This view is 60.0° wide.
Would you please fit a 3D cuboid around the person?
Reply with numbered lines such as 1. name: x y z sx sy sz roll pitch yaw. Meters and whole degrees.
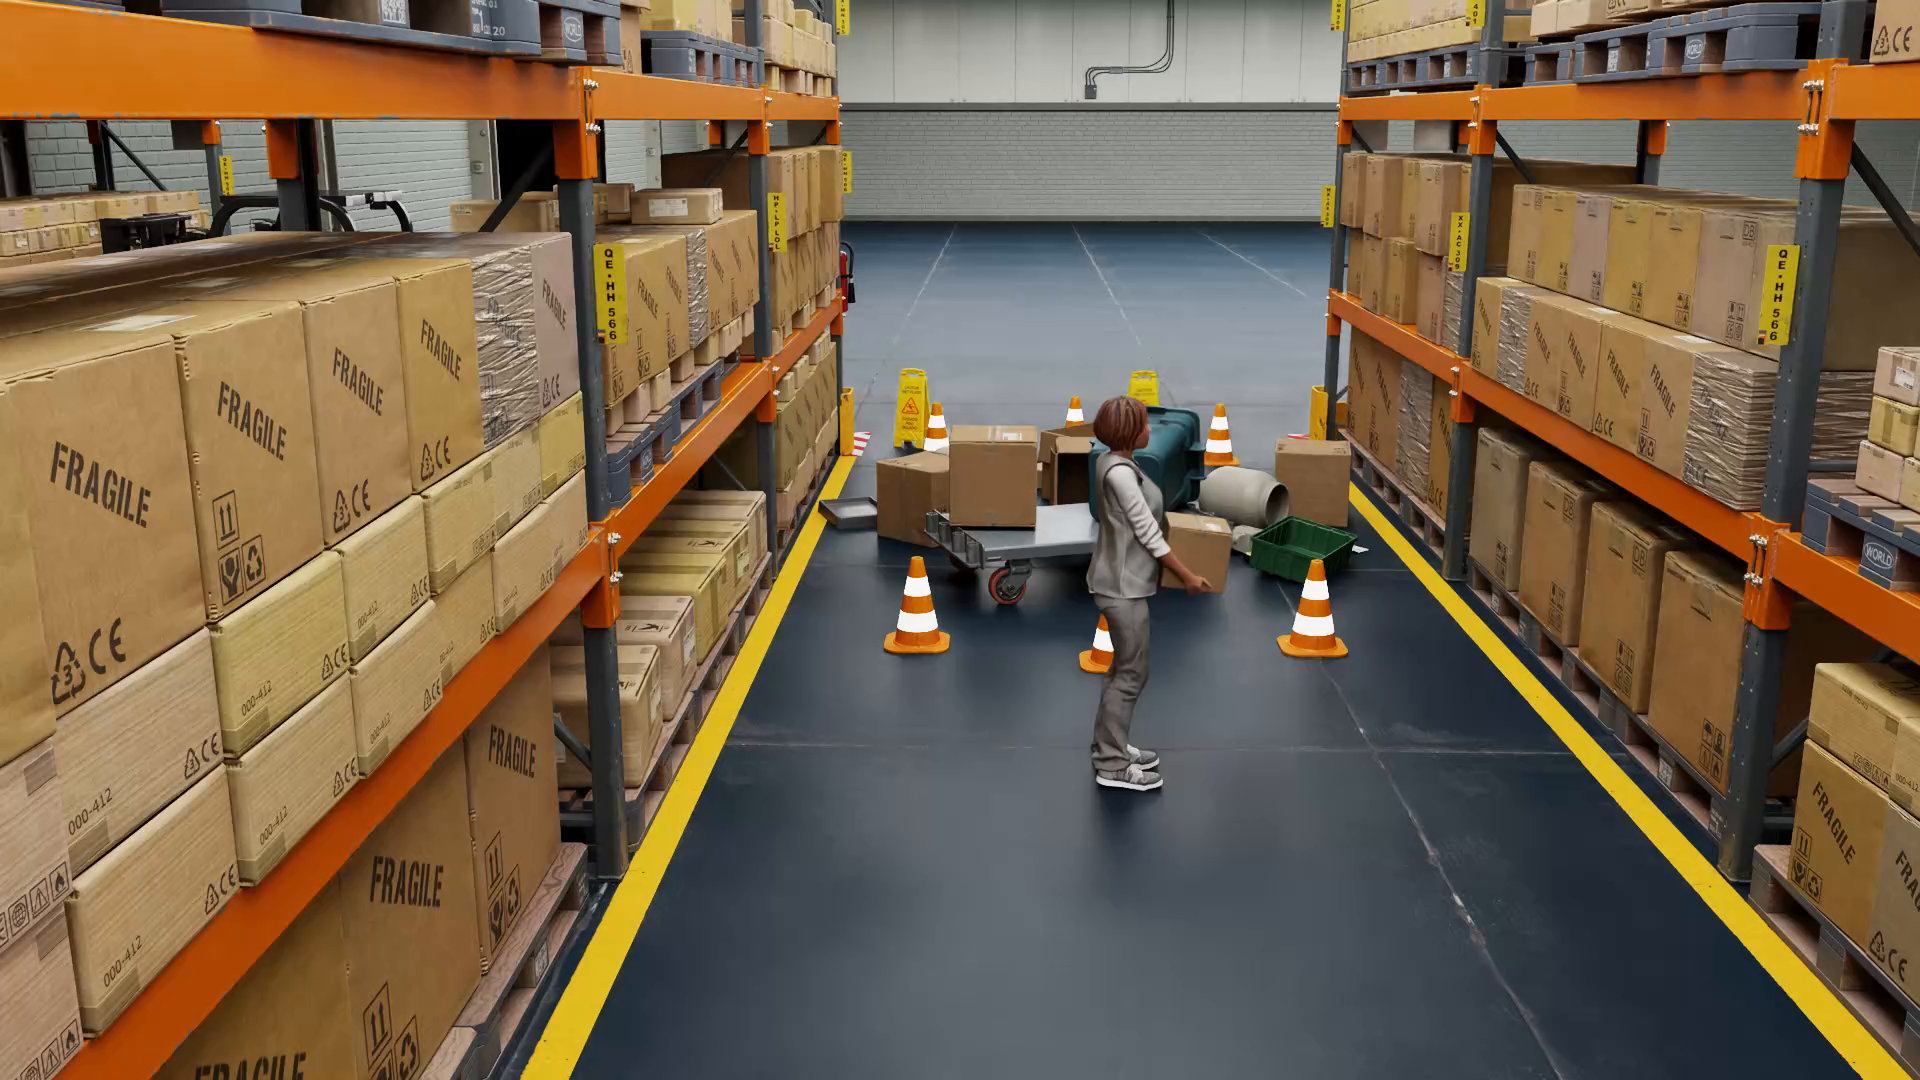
1. person: 0.754 0.257 6.715 0.491 1.499 0.402 0 14 2
